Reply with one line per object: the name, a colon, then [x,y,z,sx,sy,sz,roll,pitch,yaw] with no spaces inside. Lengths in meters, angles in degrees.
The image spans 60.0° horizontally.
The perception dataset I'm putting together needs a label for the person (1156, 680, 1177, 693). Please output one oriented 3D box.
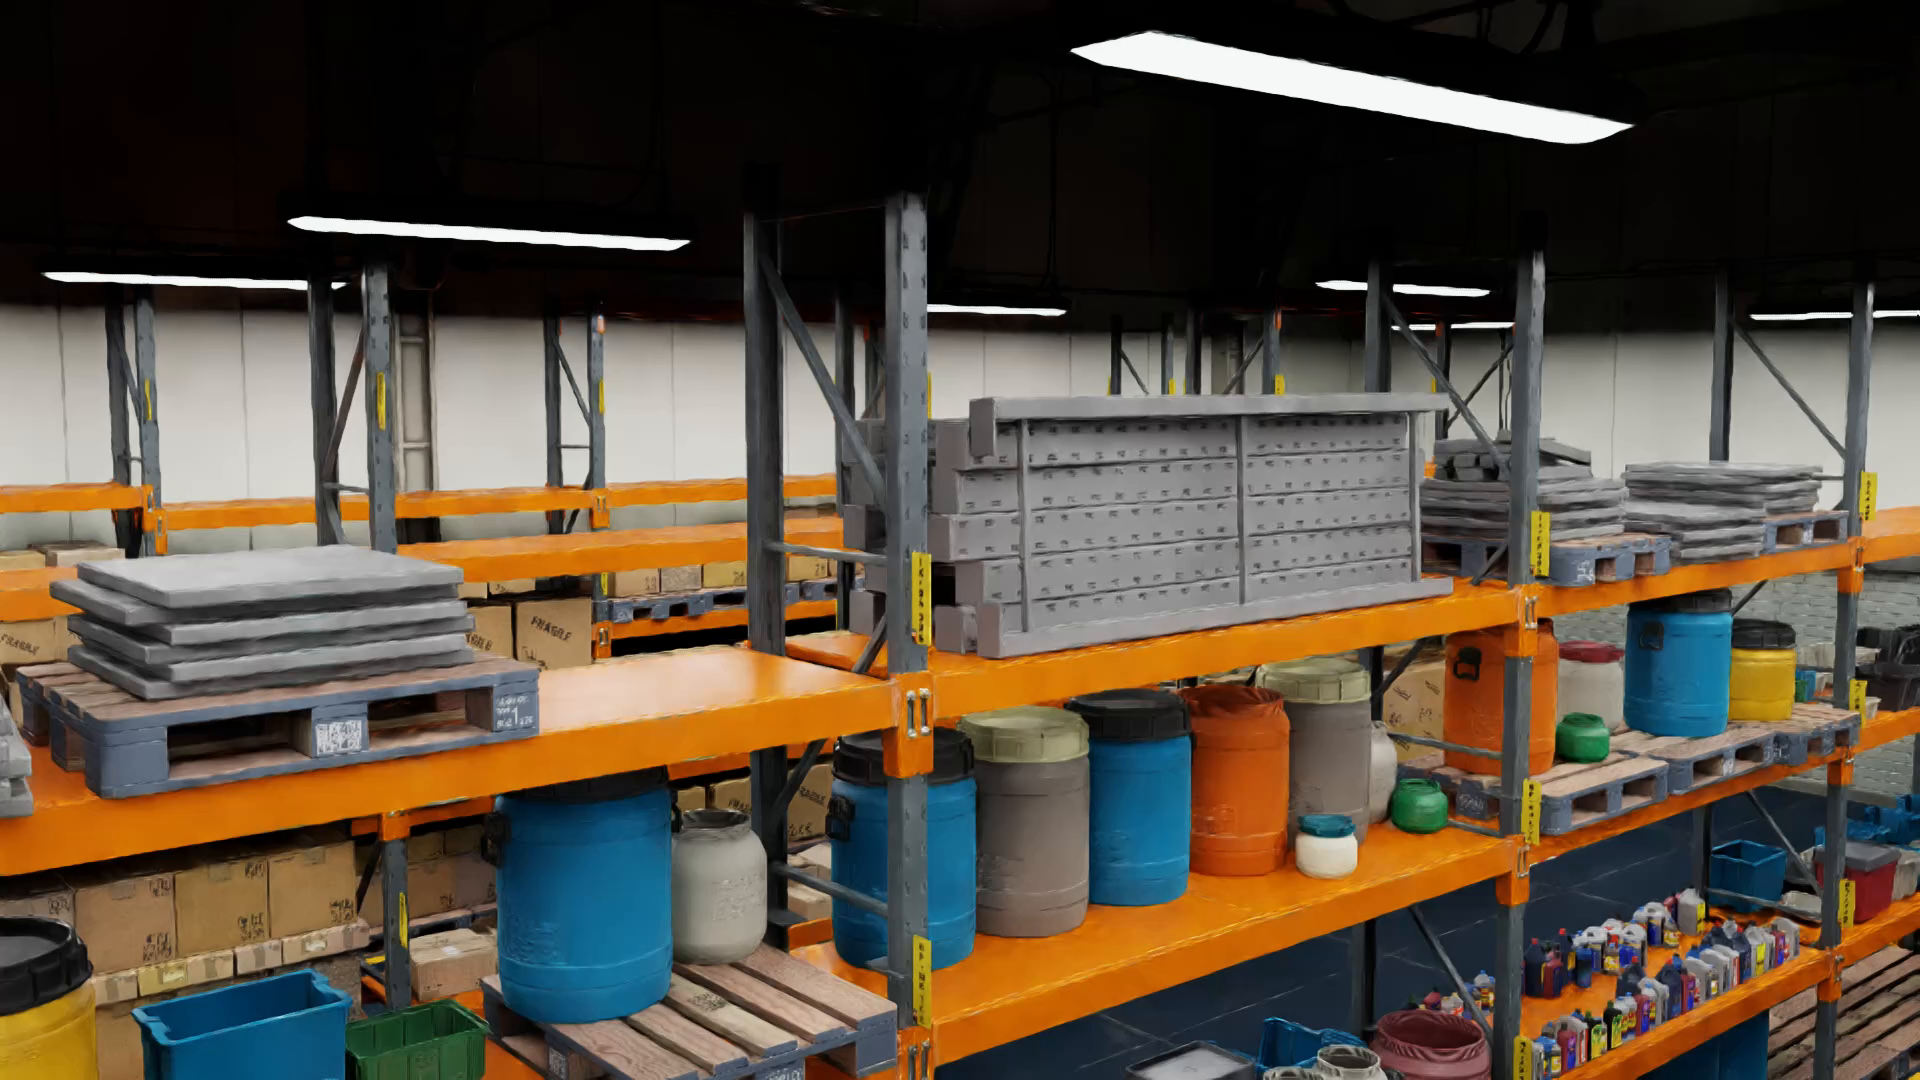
person: [2.439,2.451,19.352,0.360,1.688,0.607,5,8,43]
